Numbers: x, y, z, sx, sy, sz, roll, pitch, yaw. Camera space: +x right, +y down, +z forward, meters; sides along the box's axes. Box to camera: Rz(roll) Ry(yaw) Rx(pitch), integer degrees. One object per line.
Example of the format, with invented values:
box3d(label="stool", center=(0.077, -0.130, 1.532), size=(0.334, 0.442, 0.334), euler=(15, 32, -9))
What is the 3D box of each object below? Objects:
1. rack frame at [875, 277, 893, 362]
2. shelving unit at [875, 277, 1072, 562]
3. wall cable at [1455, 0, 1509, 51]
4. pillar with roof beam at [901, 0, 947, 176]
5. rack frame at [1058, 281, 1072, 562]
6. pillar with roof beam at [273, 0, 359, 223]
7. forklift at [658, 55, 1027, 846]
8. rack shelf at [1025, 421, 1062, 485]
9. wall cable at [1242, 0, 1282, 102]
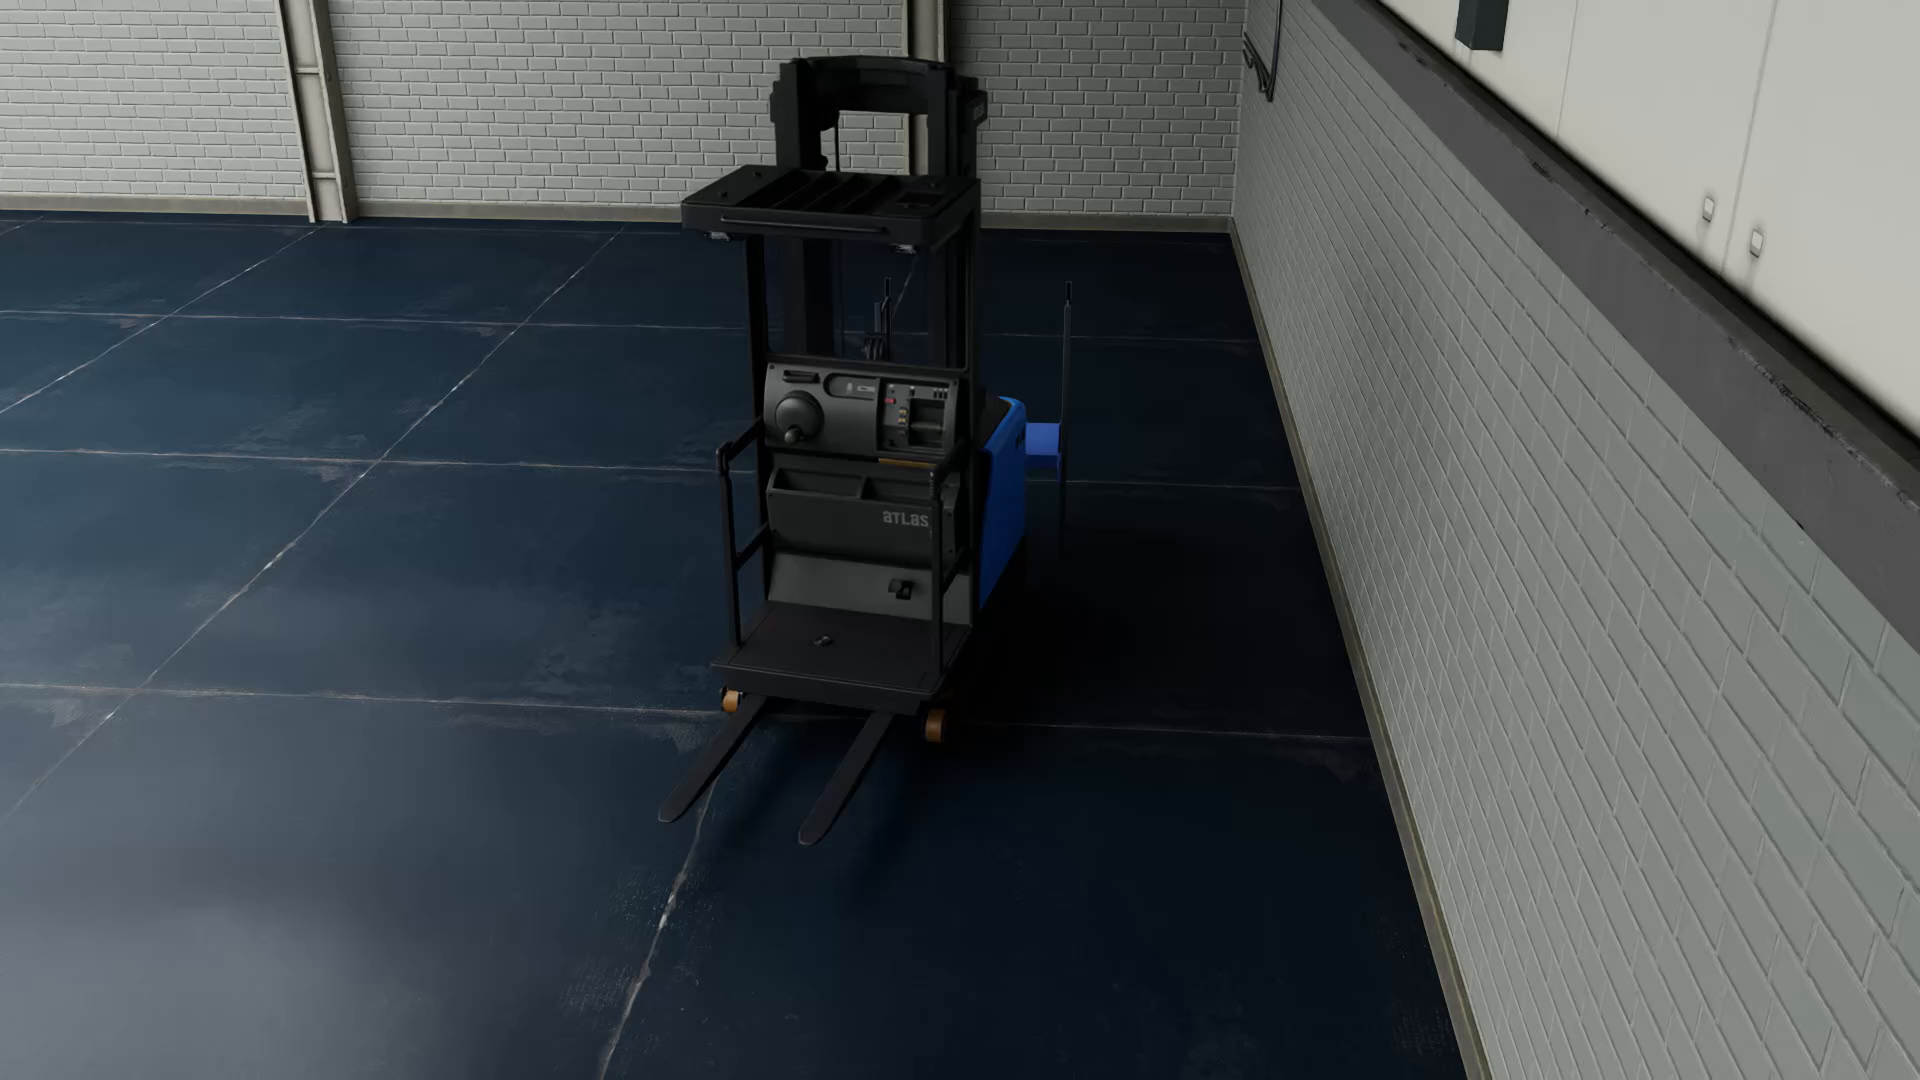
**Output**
box3d(label="rack frame", center=(-0.422, -0.695, 9.466), size=(0.032, 1.500, 0.500), euler=(2, 25, 4))
box3d(label="shelving unit", center=(0.085, -0.679, 9.431), size=(1.048, 1.500, 0.538), euler=(2, 25, 4))
box3d(label="wall cable", center=(1.761, -4.085, 3.793), size=(0.169, 6.003, 2.305), euler=(2, 25, 4))
box3d(label="pillar with roof beam", center=(-0.662, -5.347, 10.605), size=(0.400, 9.000, 9.100), euler=(2, 25, 4))
box3d(label="rack frame", center=(0.592, -0.662, 9.395), size=(0.032, 1.500, 0.500), euler=(2, 25, 4))
box3d(label="pillar with roof beam", center=(-6.644, -5.539, 11.023), size=(0.400, 9.000, 9.100), euler=(2, 25, 4))
box3d(label="forklift", center=(-0.511, -0.568, 7.477), size=(1.130, 2.935, 3.031), euler=(6, 25, 14))
box3d(label="rack shelf", center=(0.085, -0.515, 9.506), size=(1.000, 0.185, 0.538), euler=(2, 25, 4))
box3d(label="wall cable", center=(2.504, -5.085, 13.751), size=(0.112, 2.526, 3.097), euler=(2, 25, 4))
